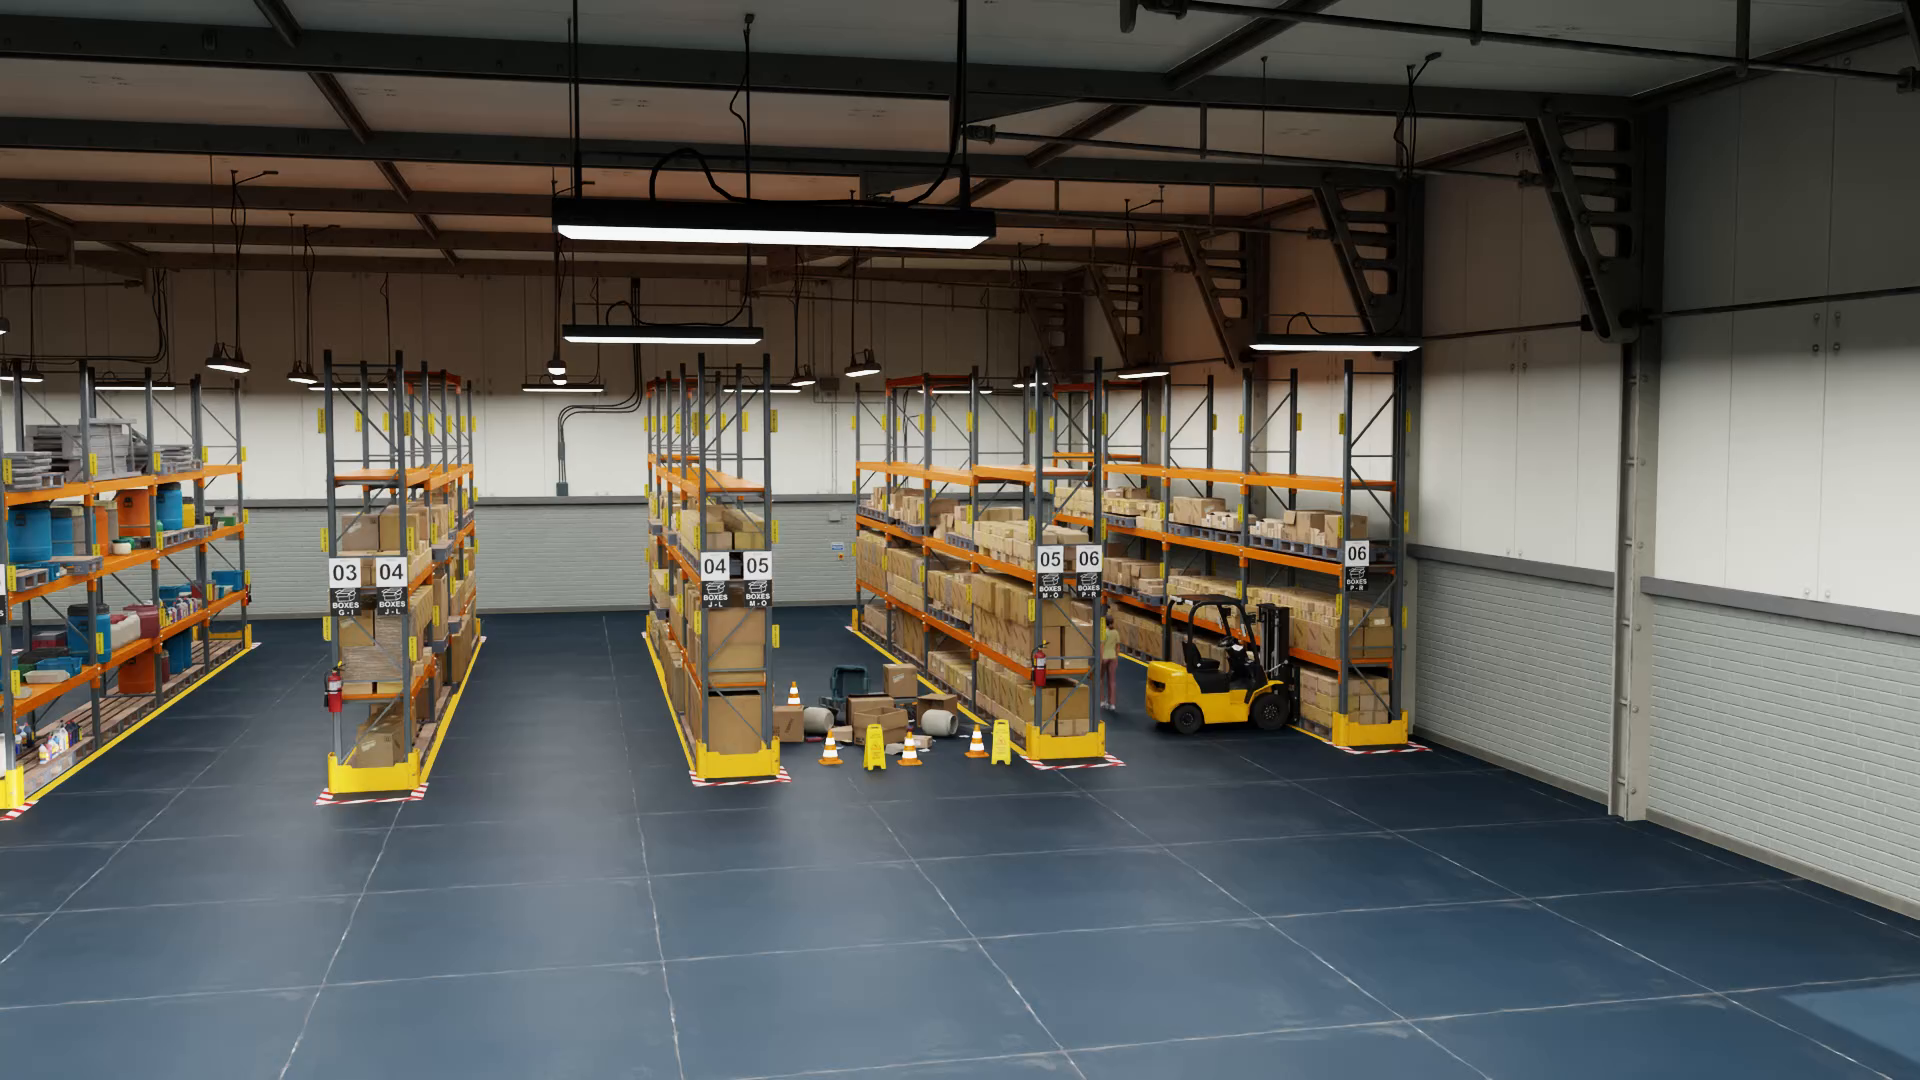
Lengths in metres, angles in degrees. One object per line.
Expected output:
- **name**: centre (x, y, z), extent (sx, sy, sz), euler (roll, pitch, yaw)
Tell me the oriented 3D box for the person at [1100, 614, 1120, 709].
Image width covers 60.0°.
- **person**: centre (2.614, 2.164, 29.233), extent (0.458, 1.714, 0.595), euler (-1, 4, -18)
